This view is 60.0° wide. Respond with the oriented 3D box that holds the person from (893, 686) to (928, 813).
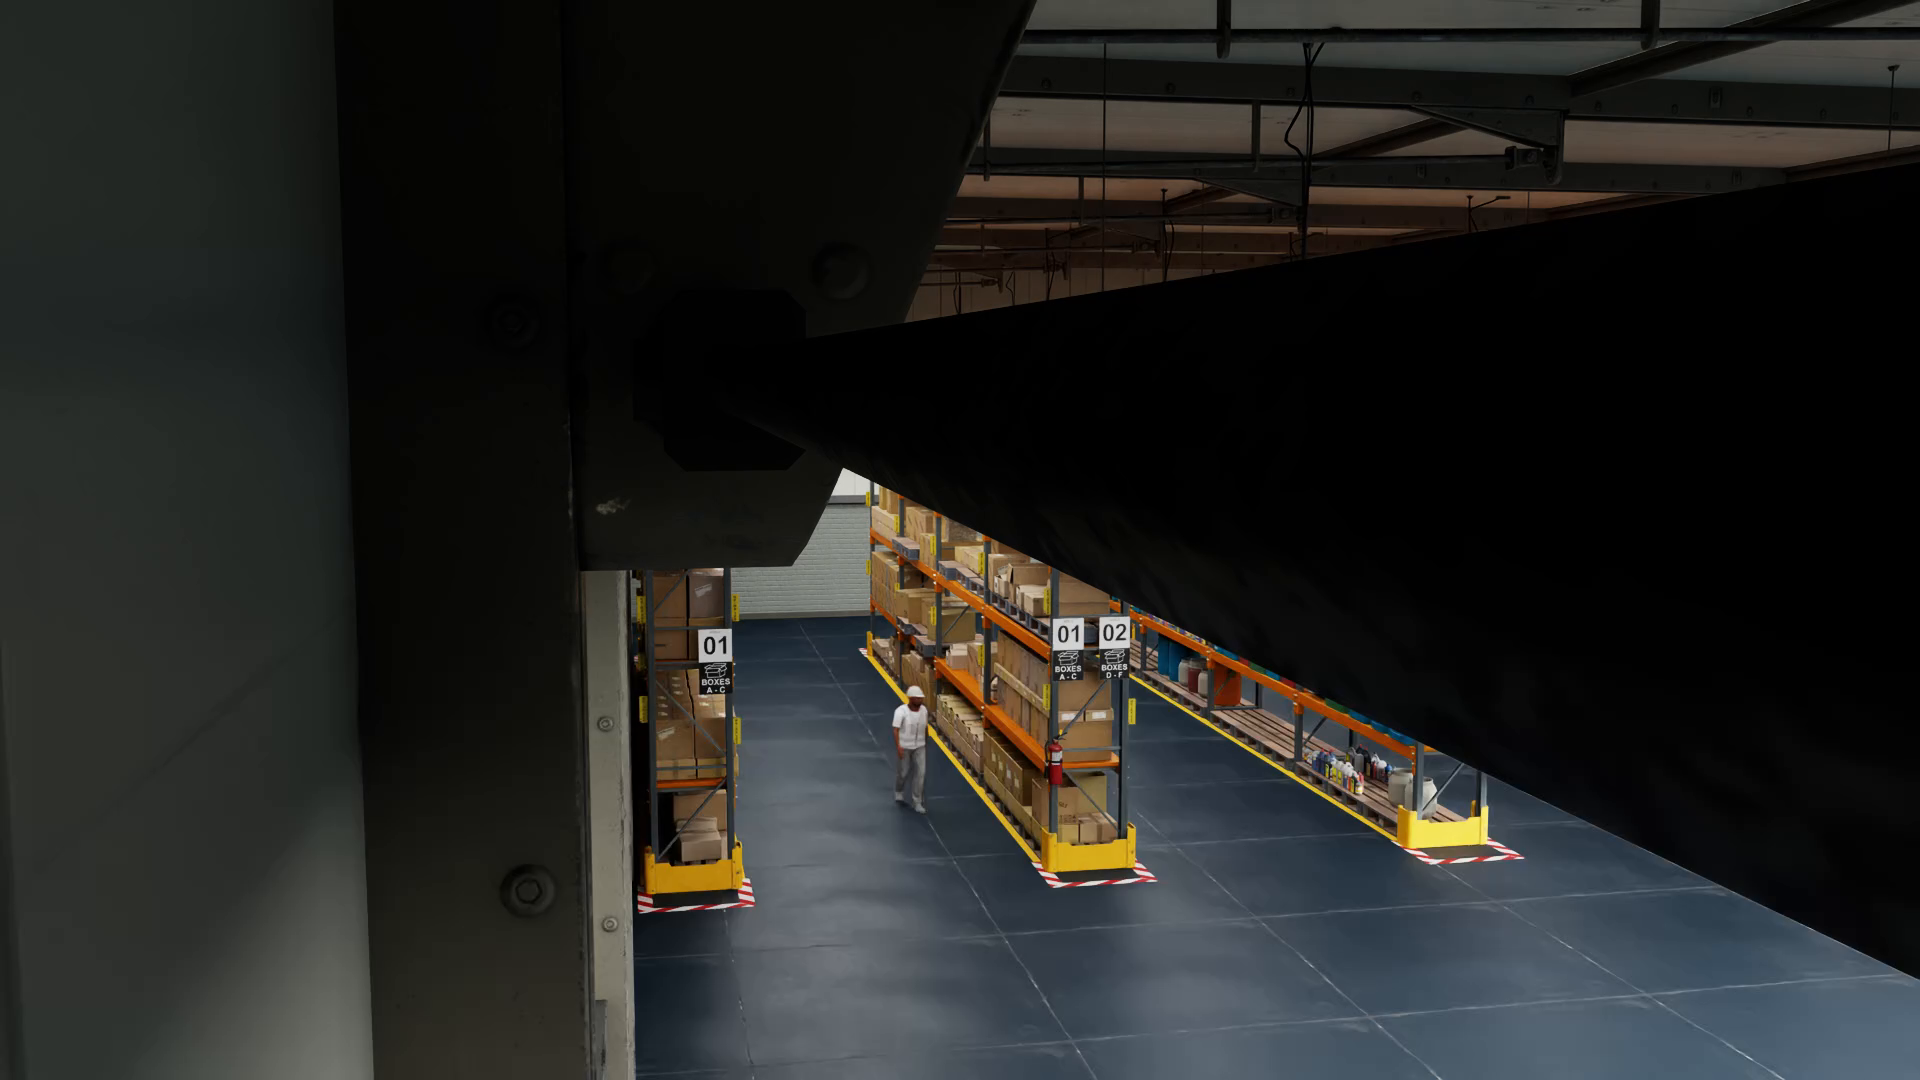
[{"bbox_3d":[-0.683,2.982,23.912,0.660,1.761,0.780,-4,7,-33],"label":"person"}]
